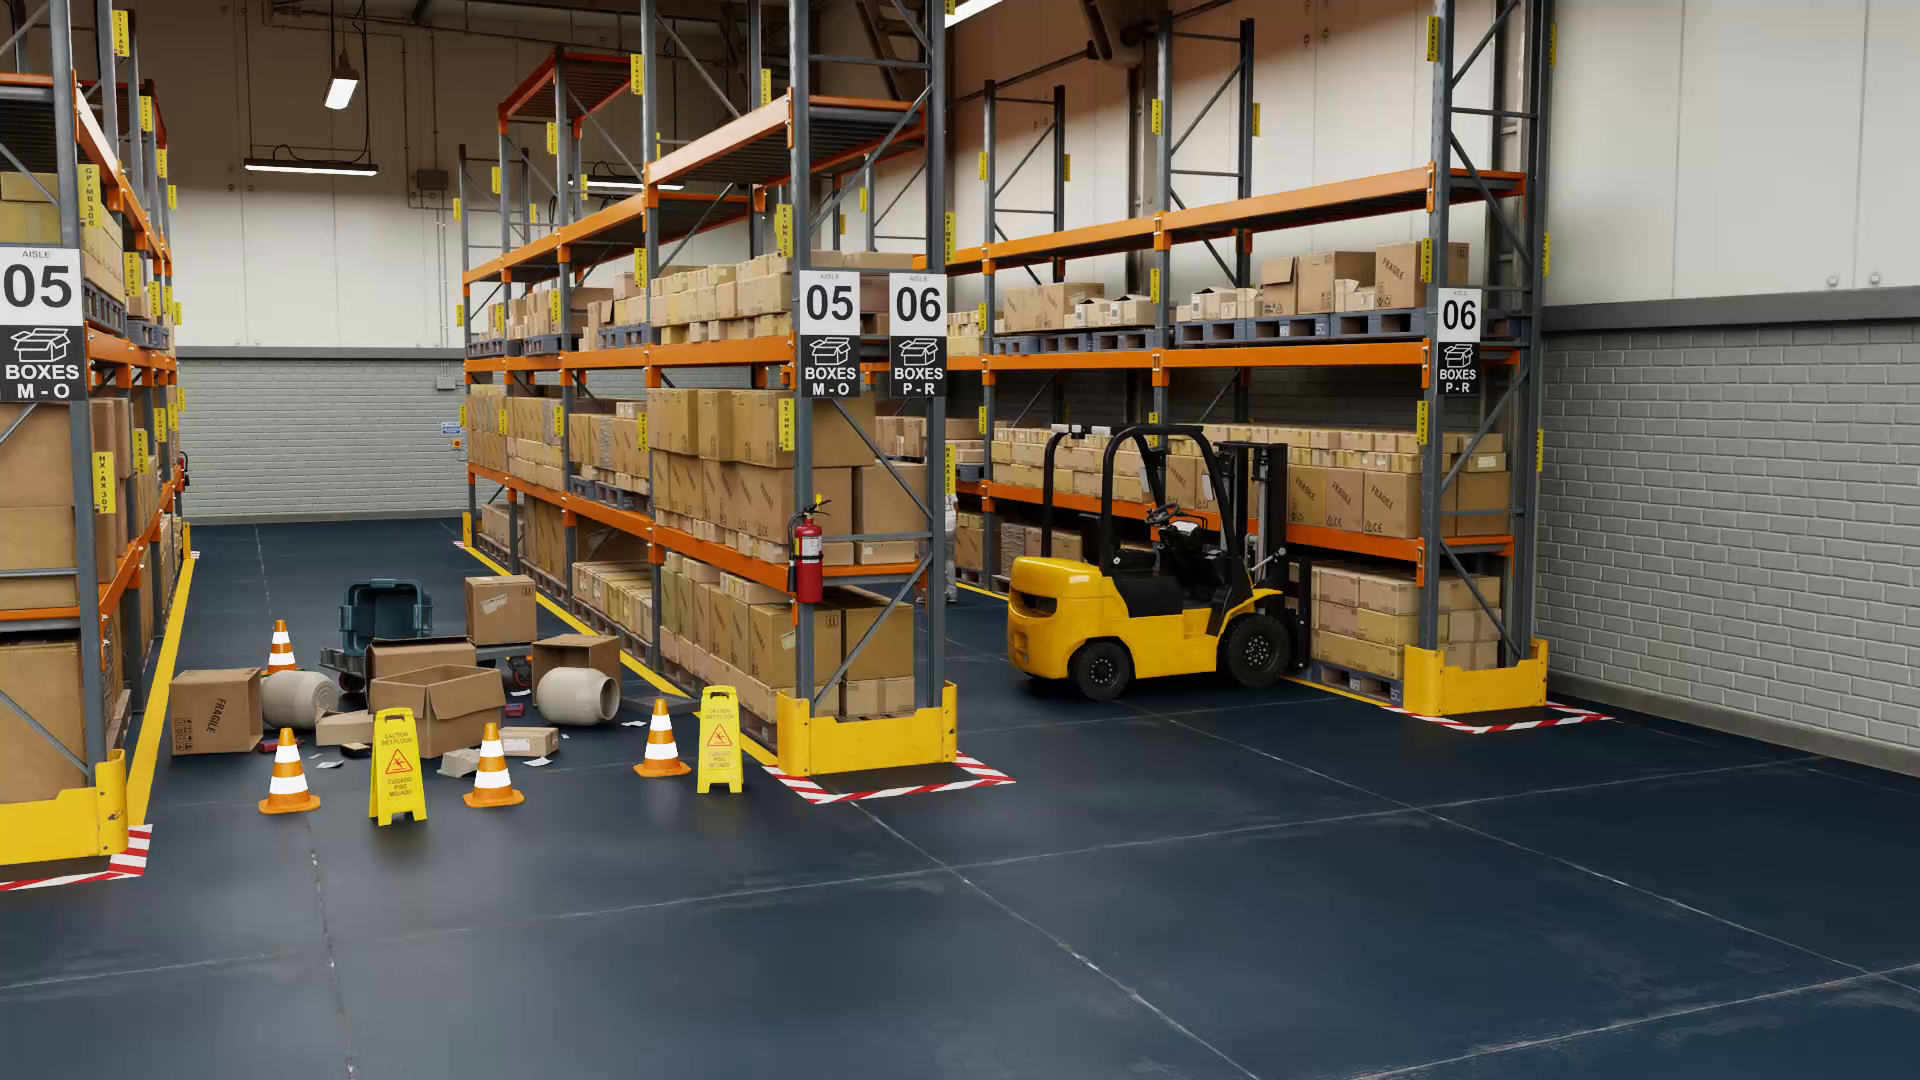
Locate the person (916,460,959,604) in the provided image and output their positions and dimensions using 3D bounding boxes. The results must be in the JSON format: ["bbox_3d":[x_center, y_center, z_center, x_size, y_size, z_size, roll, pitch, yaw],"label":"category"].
[{"bbox_3d":[-0.268,-0.118,18.804,0.539,1.667,0.465,-2,6,-23],"label":"person"}]
